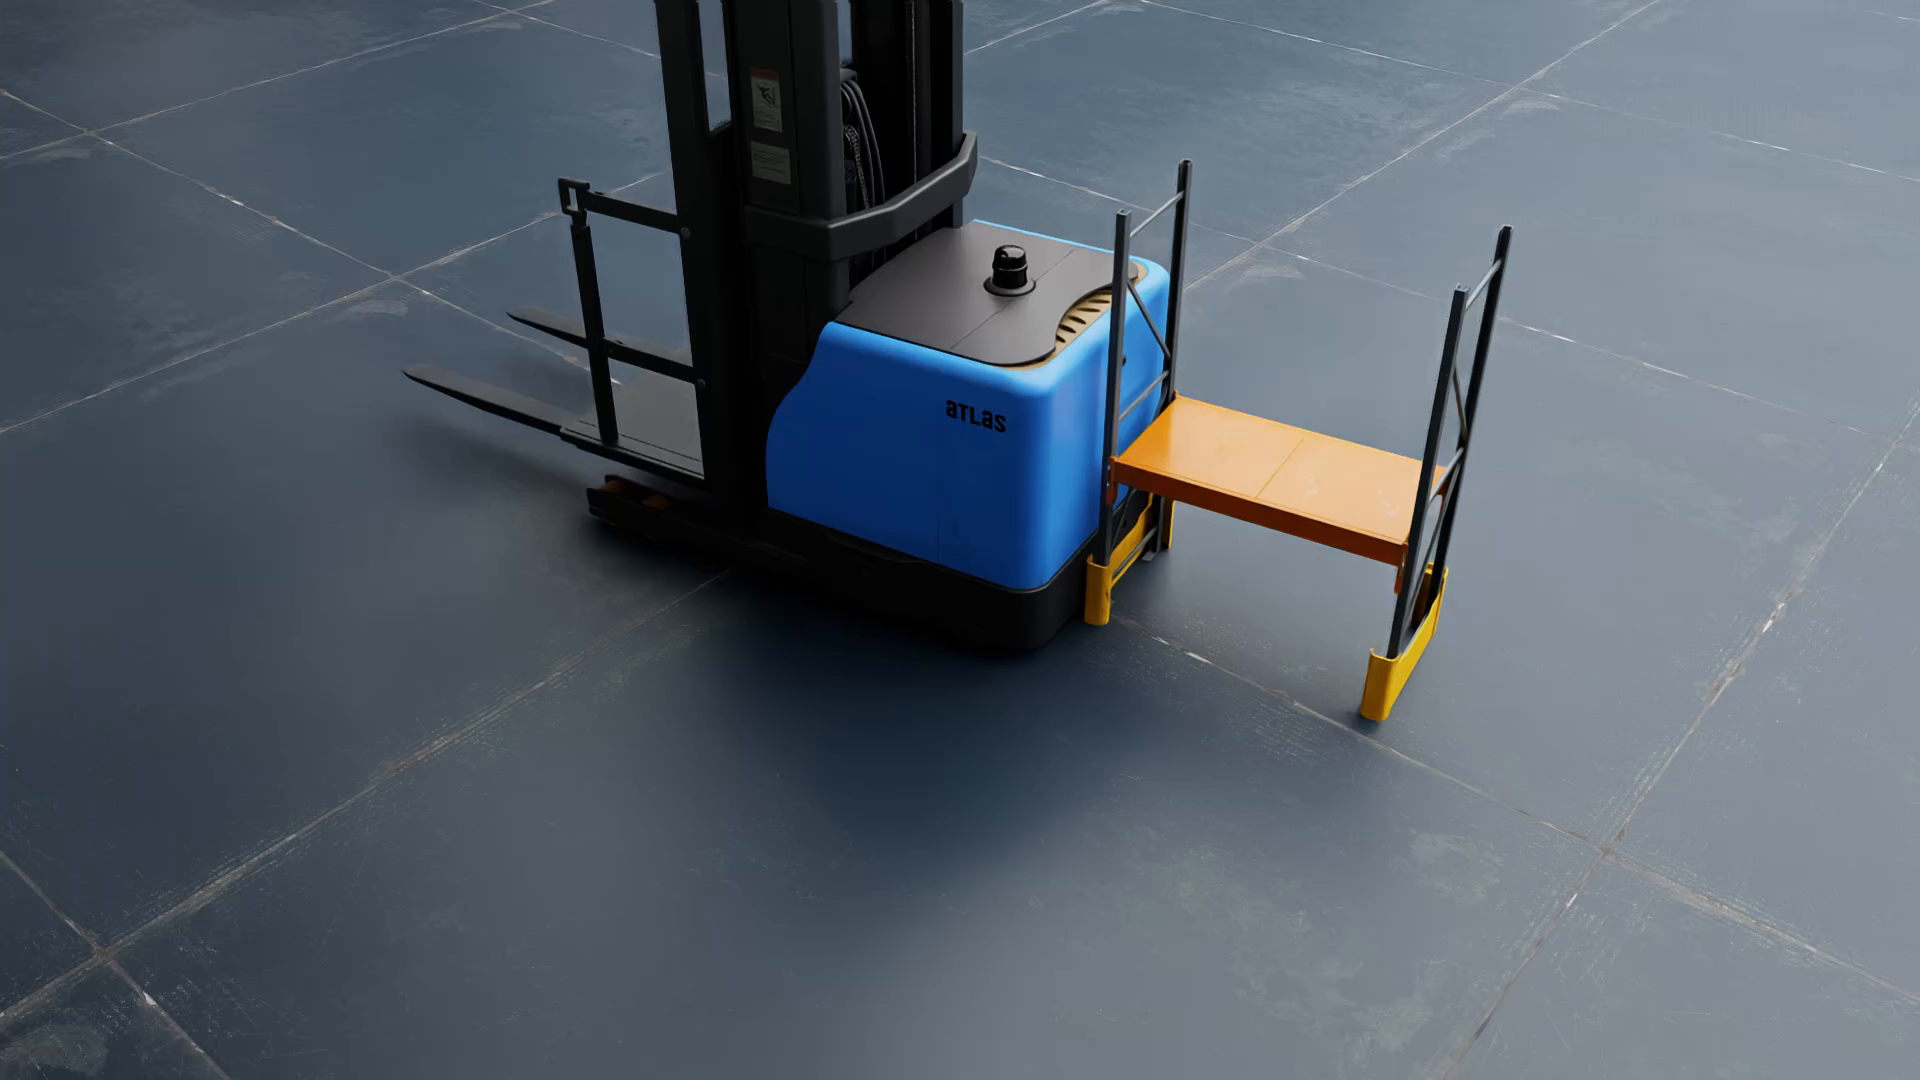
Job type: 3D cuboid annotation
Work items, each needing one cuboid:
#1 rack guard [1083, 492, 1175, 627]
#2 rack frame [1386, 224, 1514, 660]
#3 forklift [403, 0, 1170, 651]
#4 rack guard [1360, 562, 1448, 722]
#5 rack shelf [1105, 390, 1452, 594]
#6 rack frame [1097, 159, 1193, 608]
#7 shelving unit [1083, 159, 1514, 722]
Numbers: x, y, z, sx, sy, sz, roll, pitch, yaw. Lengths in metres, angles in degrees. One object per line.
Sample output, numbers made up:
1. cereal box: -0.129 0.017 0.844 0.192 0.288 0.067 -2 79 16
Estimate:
1. rack guard: 0.604 0.045 5.889 0.087 0.250 0.587 18 38 25
2. rack frame: 1.482 -0.181 5.113 0.032 1.500 0.500 18 38 25
3. forklift: -0.802 -1.447 5.693 3.031 2.935 1.130 18 38 25
4. rack guard: 1.465 0.329 5.475 0.087 0.250 0.587 18 38 25
5. rack shelf: 1.042 -0.177 5.426 1.000 0.185 0.538 18 38 25
6. rack frame: 0.603 -0.470 5.535 0.032 1.500 0.500 18 38 25
7. shelving unit: 1.034 -0.328 5.328 1.083 1.500 0.587 18 38 25
